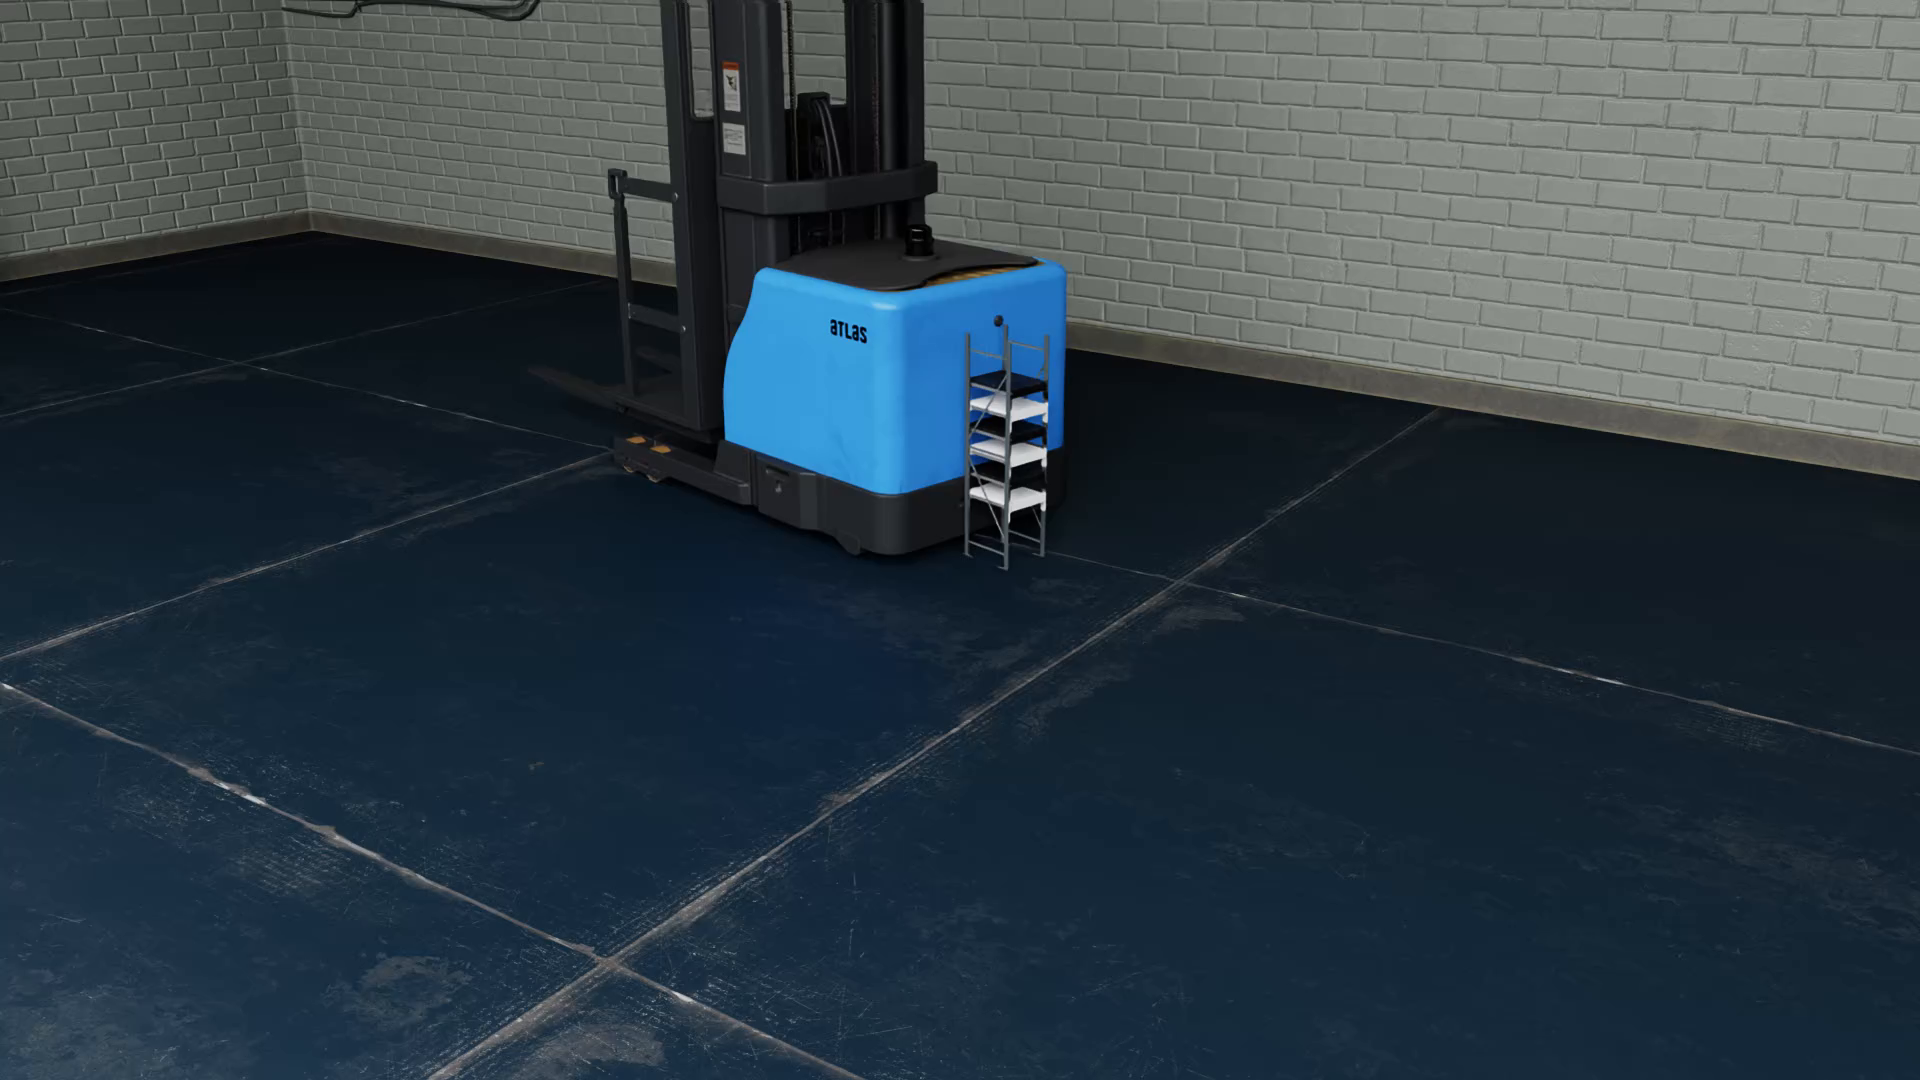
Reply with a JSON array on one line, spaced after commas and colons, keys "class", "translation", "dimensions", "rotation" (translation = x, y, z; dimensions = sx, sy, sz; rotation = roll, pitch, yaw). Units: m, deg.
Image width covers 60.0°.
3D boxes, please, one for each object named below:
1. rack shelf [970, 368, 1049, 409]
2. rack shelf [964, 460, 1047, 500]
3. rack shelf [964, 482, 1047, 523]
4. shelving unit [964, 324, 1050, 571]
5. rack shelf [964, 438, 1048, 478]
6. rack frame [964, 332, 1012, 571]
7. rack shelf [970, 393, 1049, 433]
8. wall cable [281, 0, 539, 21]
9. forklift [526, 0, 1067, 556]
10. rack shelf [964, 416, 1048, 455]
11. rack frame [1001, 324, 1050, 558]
[{"class": "rack shelf", "translation": [0.178, -0.579, 6.350], "dimensions": [0.200, 0.077, 0.258], "rotation": [-18, 27, -40]}, {"class": "rack shelf", "translation": [0.177, -0.242, 6.476], "dimensions": [0.200, 0.077, 0.258], "rotation": [-18, 27, -40]}, {"class": "rack shelf", "translation": [0.177, -0.158, 6.507], "dimensions": [0.200, 0.077, 0.258], "rotation": [-18, 27, -40]}, {"class": "shelving unit", "translation": [0.178, -0.357, 6.432], "dimensions": [0.210, 0.900, 0.258], "rotation": [-18, 27, -40]}, {"class": "rack shelf", "translation": [0.178, -0.326, 6.444], "dimensions": [0.200, 0.077, 0.258], "rotation": [-18, 27, -40]}, {"class": "rack frame", "translation": [0.104, -0.333, 6.367], "dimensions": [0.006, 0.900, 0.240], "rotation": [-18, 27, -40]}, {"class": "rack shelf", "translation": [0.178, -0.495, 6.381], "dimensions": [0.200, 0.077, 0.258], "rotation": [-18, 27, -40]}, {"class": "wall cable", "translation": [-4.122, -5.010, 11.815], "dimensions": [3.097, 2.526, 0.112], "rotation": [13, 24, 32]}, {"class": "forklift", "translation": [-0.931, -1.740, 7.245], "dimensions": [1.130, 2.935, 3.031], "rotation": [-18, 27, -40]}, {"class": "rack shelf", "translation": [0.178, -0.410, 6.413], "dimensions": [0.200, 0.077, 0.258], "rotation": [-18, 27, -40]}, {"class": "rack frame", "translation": [0.251, -0.382, 6.498], "dimensions": [0.006, 0.900, 0.240], "rotation": [-18, 27, -40]}]
